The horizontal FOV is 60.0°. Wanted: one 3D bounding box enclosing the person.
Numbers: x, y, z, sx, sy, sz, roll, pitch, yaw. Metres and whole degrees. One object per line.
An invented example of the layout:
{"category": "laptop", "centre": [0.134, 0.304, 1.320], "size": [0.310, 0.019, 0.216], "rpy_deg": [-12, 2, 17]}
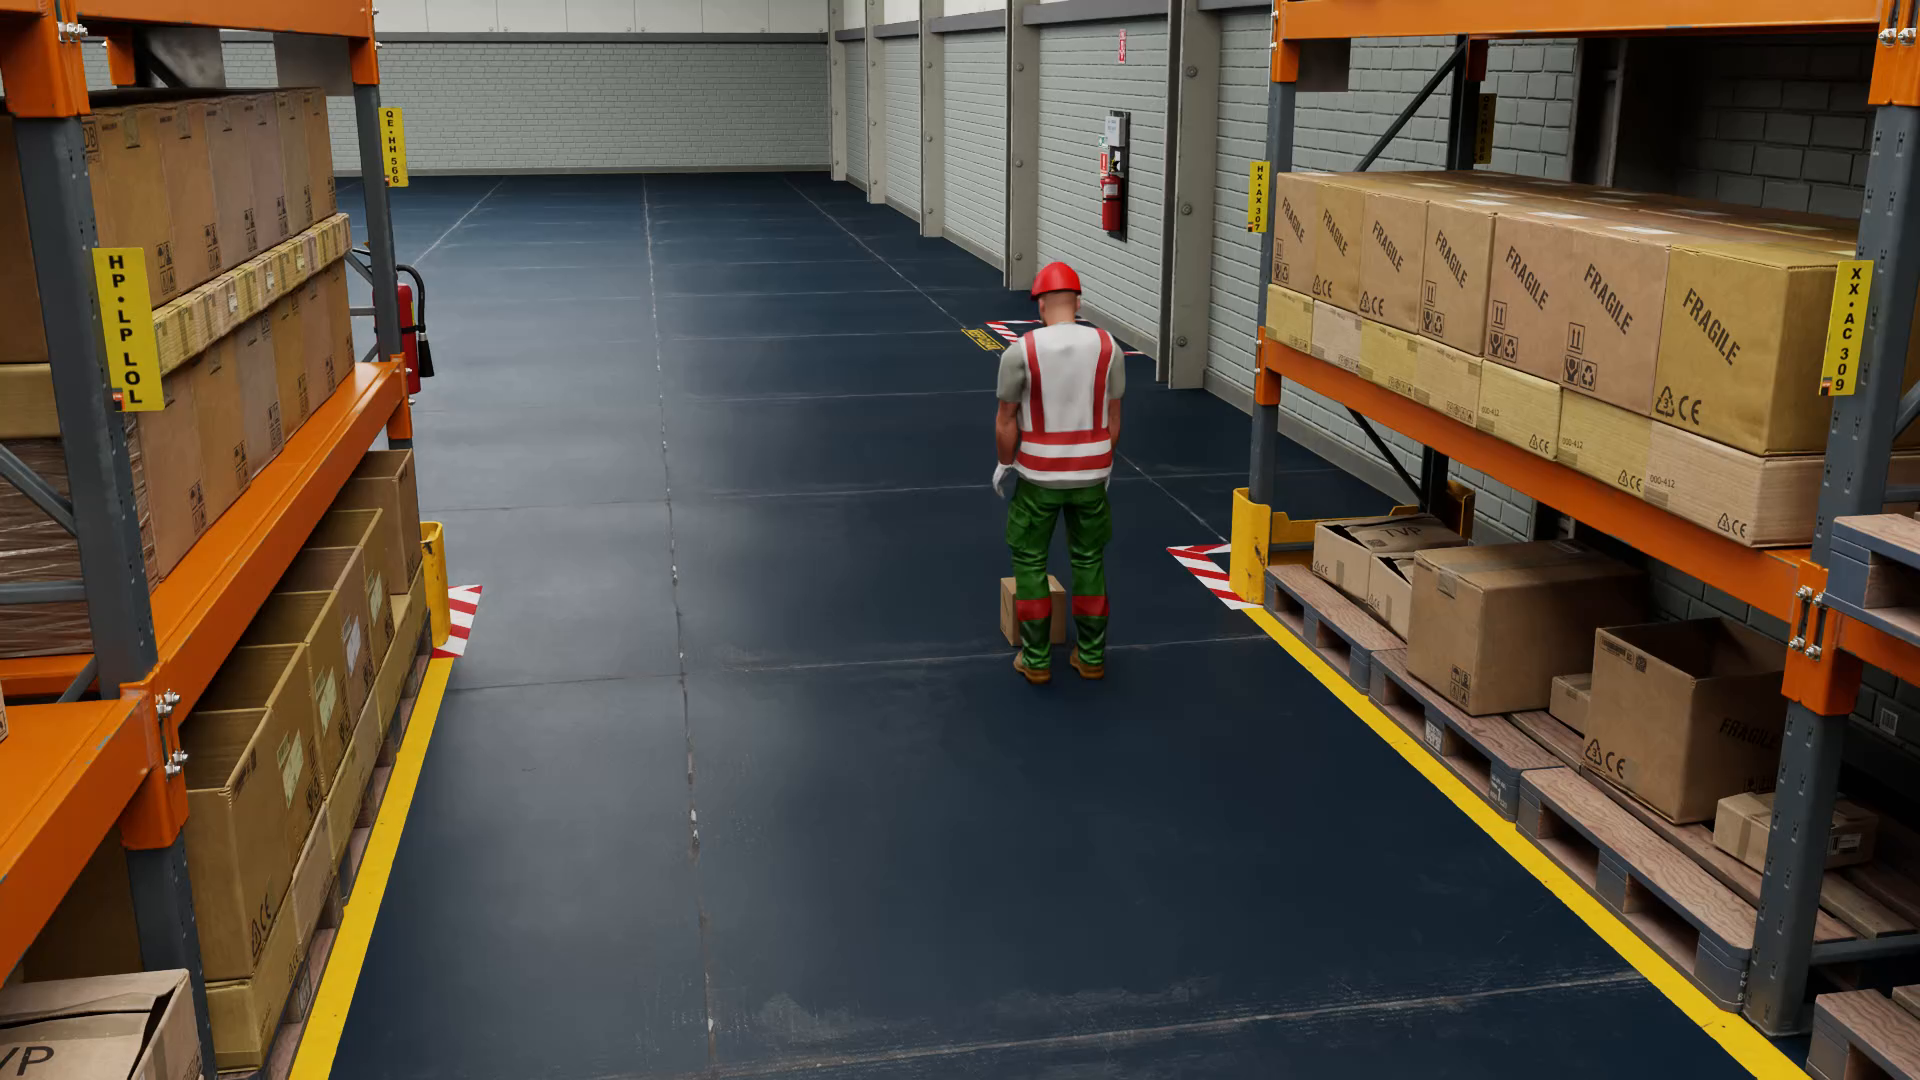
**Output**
{"category": "person", "centre": [0.405, -0.273, 6.981], "size": [0.534, 1.764, 0.400], "rpy_deg": [-3, 16, -9]}
